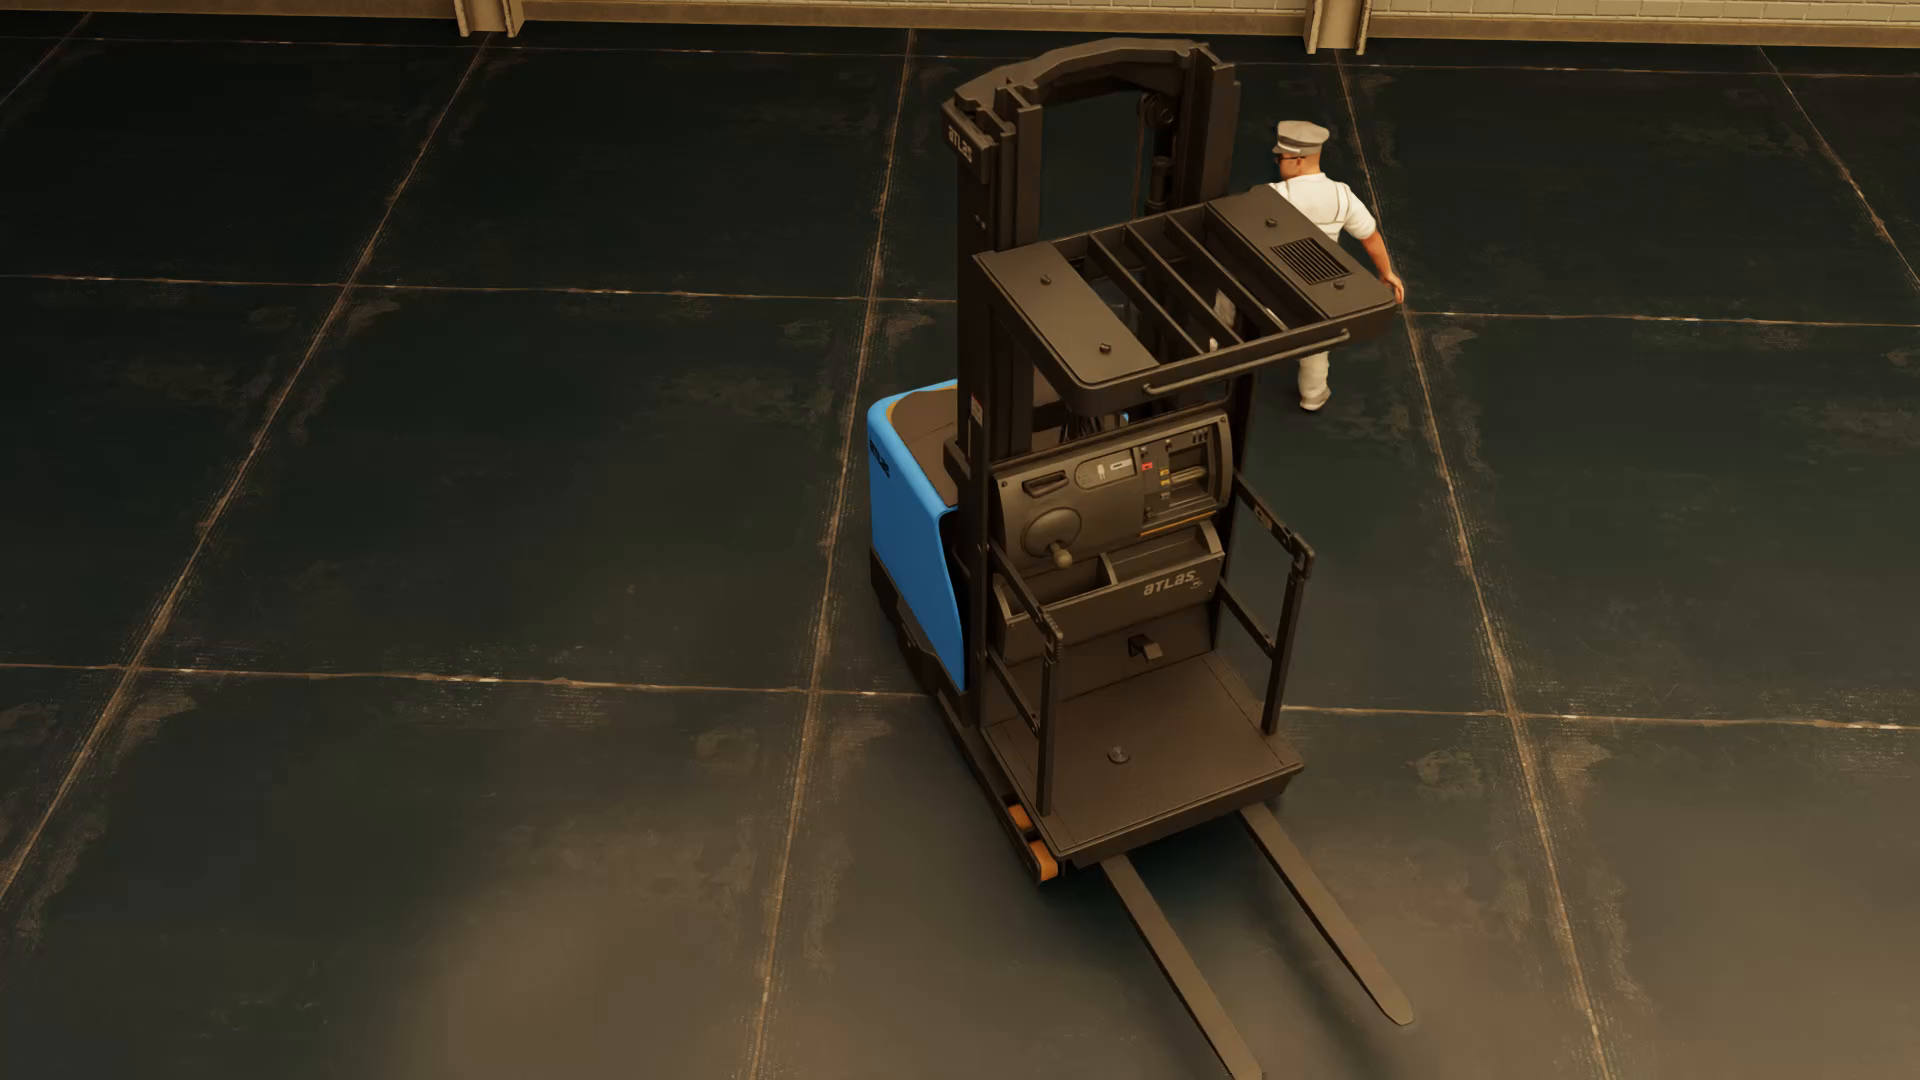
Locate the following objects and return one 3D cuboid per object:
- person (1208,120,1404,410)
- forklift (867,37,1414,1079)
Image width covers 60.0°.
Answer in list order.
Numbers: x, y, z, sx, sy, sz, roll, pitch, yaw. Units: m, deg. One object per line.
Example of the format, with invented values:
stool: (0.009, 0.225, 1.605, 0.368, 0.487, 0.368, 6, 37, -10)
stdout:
person: (1.617, -1.260, 8.157, 1.141, 1.639, 0.510, -2, 42, -2)
forklift: (0.655, -0.094, 5.845, 1.130, 2.935, 3.031, -17, 45, -18)
